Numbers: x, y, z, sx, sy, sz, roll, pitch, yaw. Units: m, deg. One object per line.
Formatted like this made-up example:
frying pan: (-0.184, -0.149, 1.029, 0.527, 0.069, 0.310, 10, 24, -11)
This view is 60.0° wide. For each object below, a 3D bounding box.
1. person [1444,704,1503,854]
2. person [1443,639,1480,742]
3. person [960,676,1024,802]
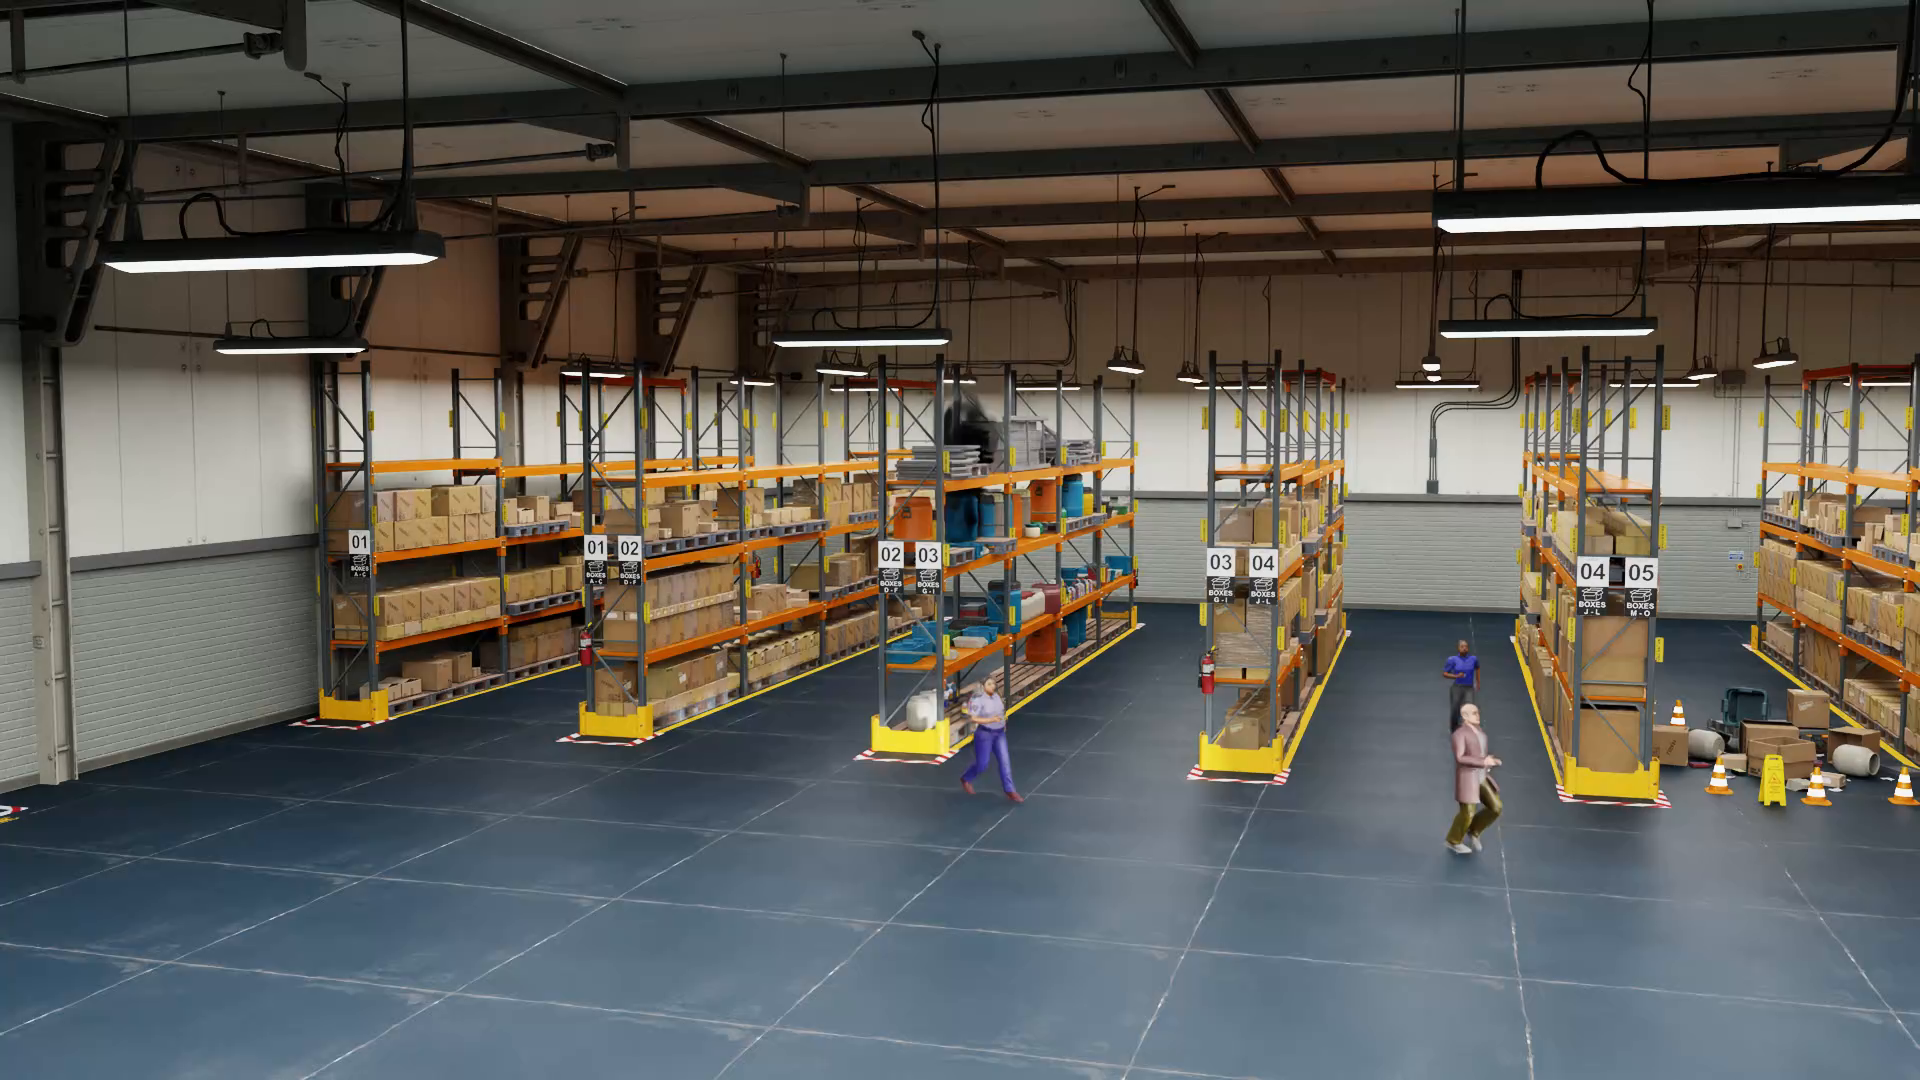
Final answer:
person: (5.924, 2.757, 19.111, 0.703, 1.751, 0.722, -3, 5, -37)
person: (7.653, 2.346, 25.375, 0.595, 1.685, 0.870, 1, 4, 8)
person: (0.422, 2.592, 21.891, 0.613, 1.602, 1.037, -3, 5, -37)
